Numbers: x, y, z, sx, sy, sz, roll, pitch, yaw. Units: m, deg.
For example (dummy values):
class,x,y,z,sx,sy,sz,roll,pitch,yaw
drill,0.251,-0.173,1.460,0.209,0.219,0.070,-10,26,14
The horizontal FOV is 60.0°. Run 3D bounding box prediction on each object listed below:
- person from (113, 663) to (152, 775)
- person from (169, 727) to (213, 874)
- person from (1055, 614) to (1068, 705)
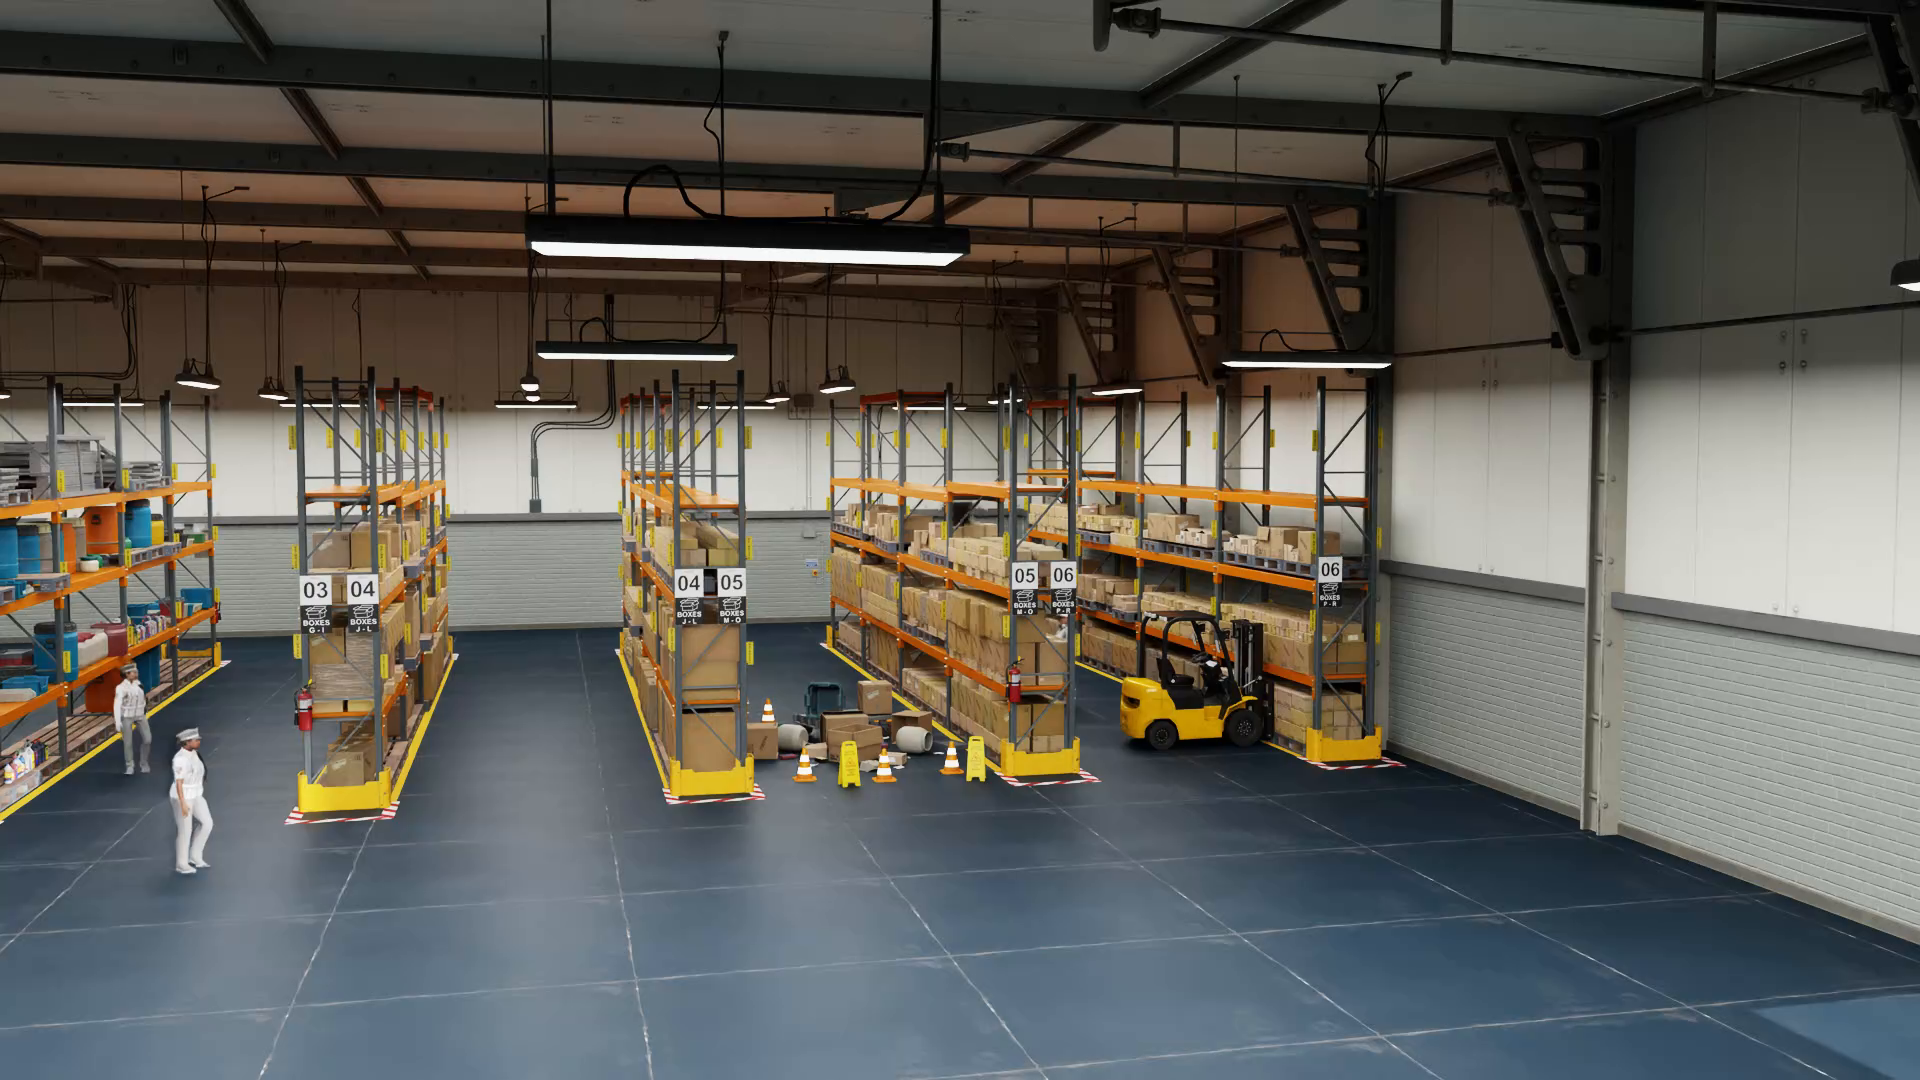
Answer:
class,x,y,z,sx,sy,sz,roll,pitch,yaw
person,-12.454,2.700,24.996,0.548,1.722,0.403,-3,5,-45
person,-8.995,3.042,19.363,0.365,1.719,0.573,0,3,7
person,1.964,2.237,31.580,0.391,1.762,0.603,0,3,-5
